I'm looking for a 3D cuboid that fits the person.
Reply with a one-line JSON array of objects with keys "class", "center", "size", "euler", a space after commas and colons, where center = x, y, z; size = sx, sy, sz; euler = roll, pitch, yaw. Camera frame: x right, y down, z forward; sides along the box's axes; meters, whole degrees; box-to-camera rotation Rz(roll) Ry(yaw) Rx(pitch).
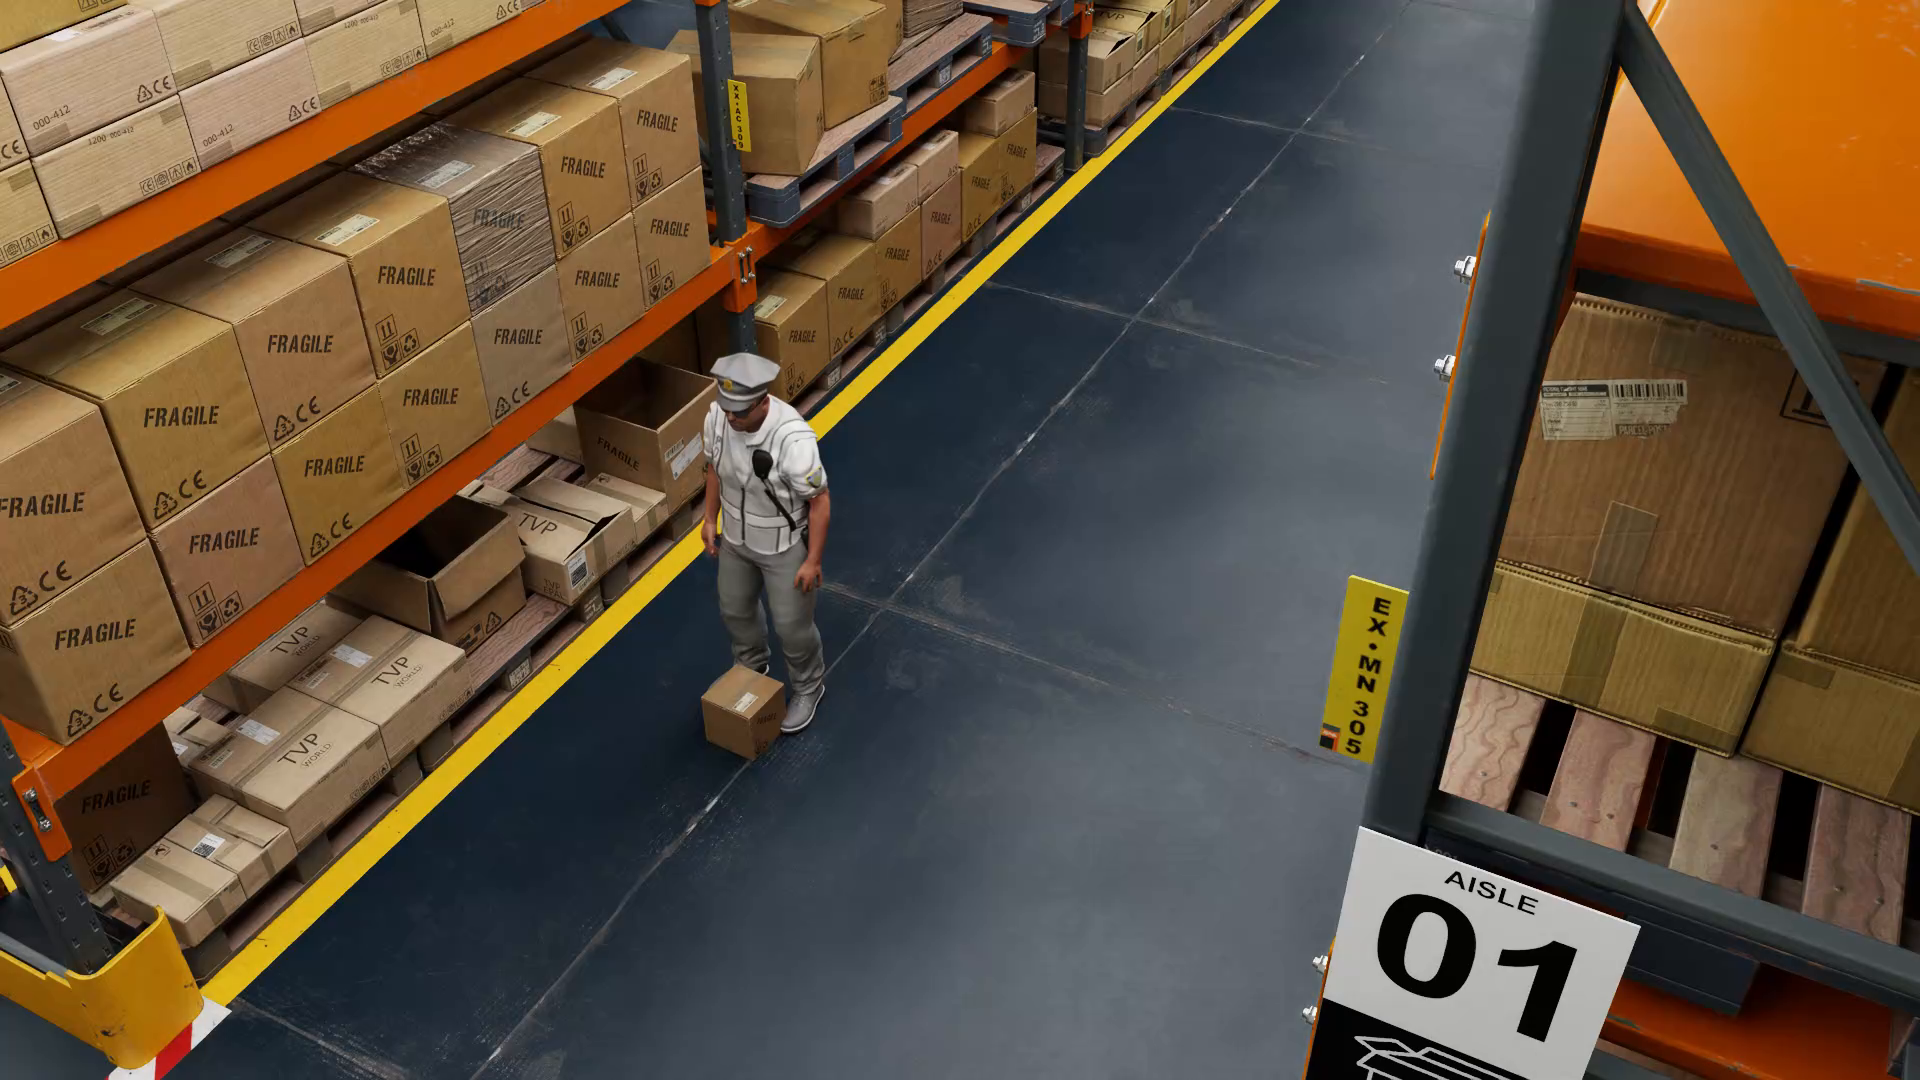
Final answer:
[{"class": "person", "center": [-0.780, -0.013, 6.760], "size": [0.587, 1.748, 0.436], "euler": [20, 42, 24]}]
